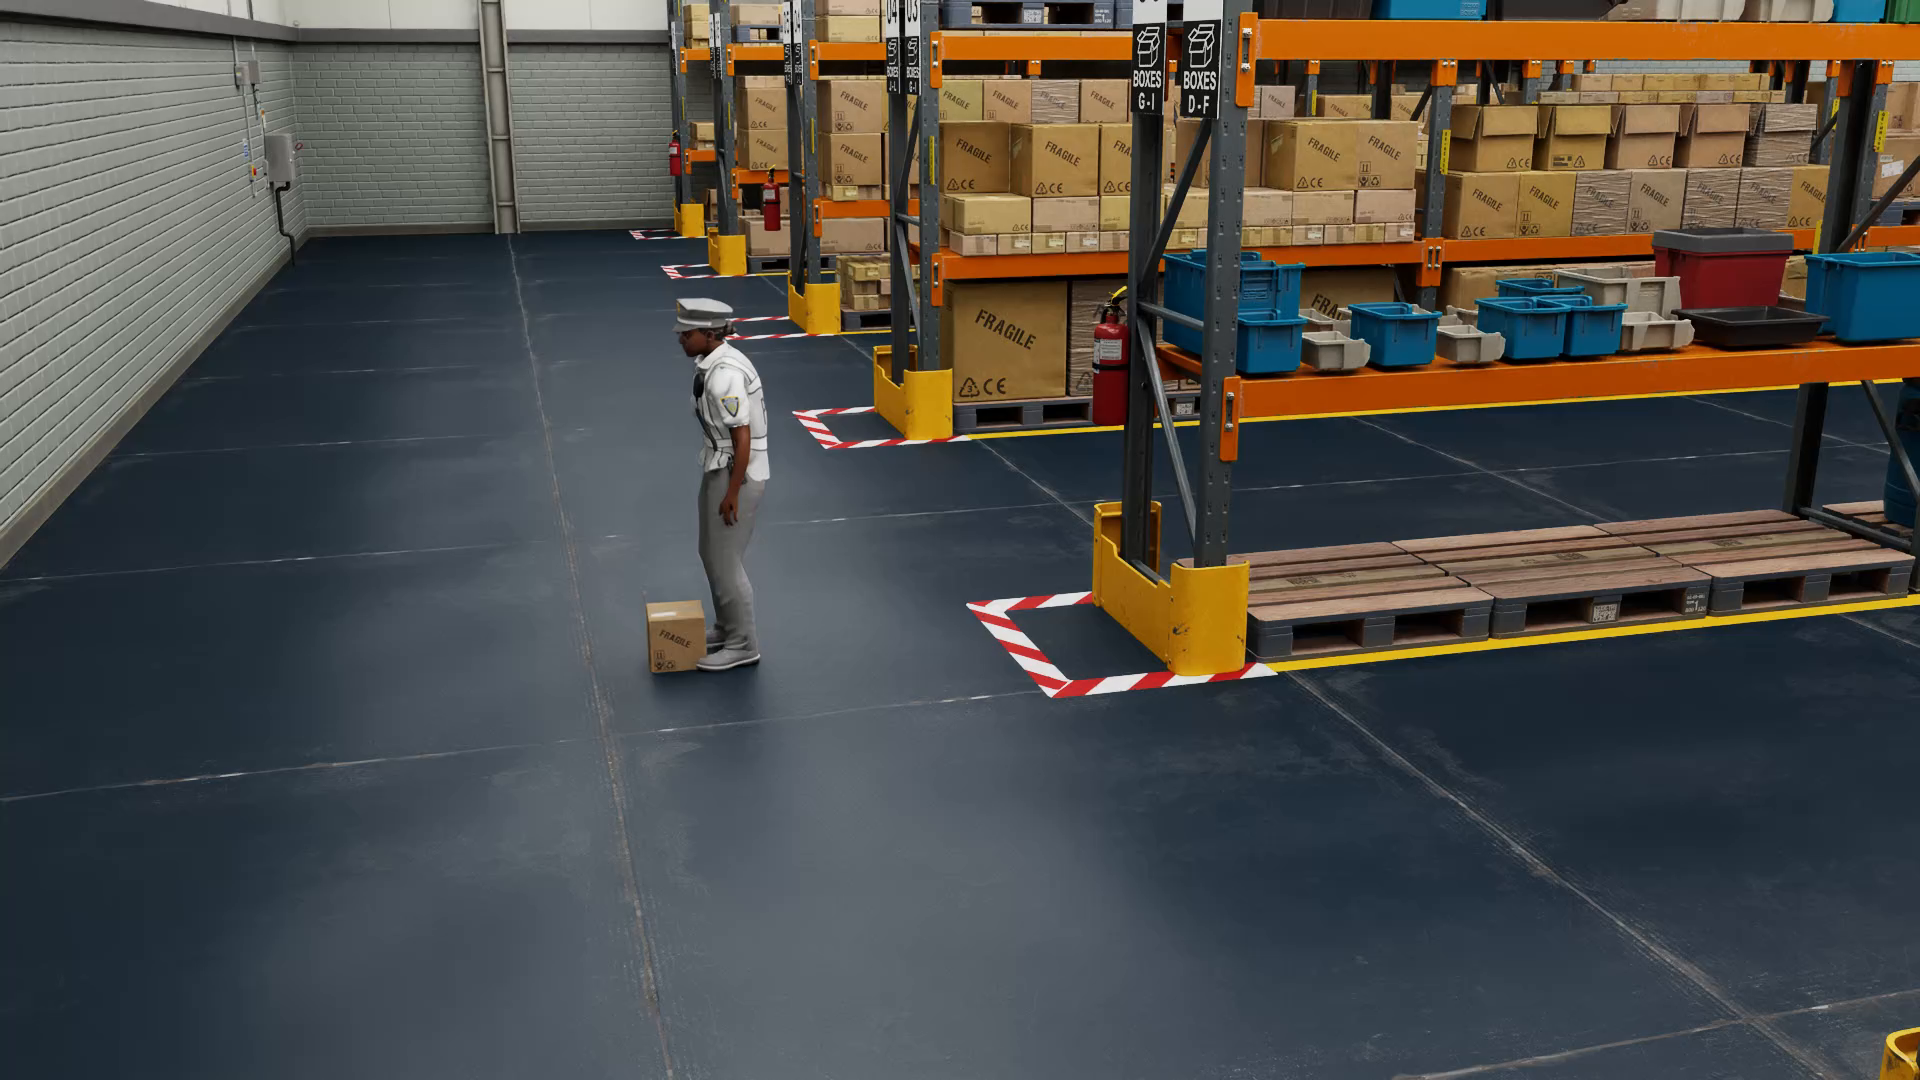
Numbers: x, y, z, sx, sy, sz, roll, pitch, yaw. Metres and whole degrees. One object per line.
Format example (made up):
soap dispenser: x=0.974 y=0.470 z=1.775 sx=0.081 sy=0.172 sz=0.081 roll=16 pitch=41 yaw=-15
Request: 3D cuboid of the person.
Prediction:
person: x=-1.060 y=-0.260 z=7.435 sx=0.395 sy=1.657 sz=0.521 roll=-5 pitch=17 yaw=-18
